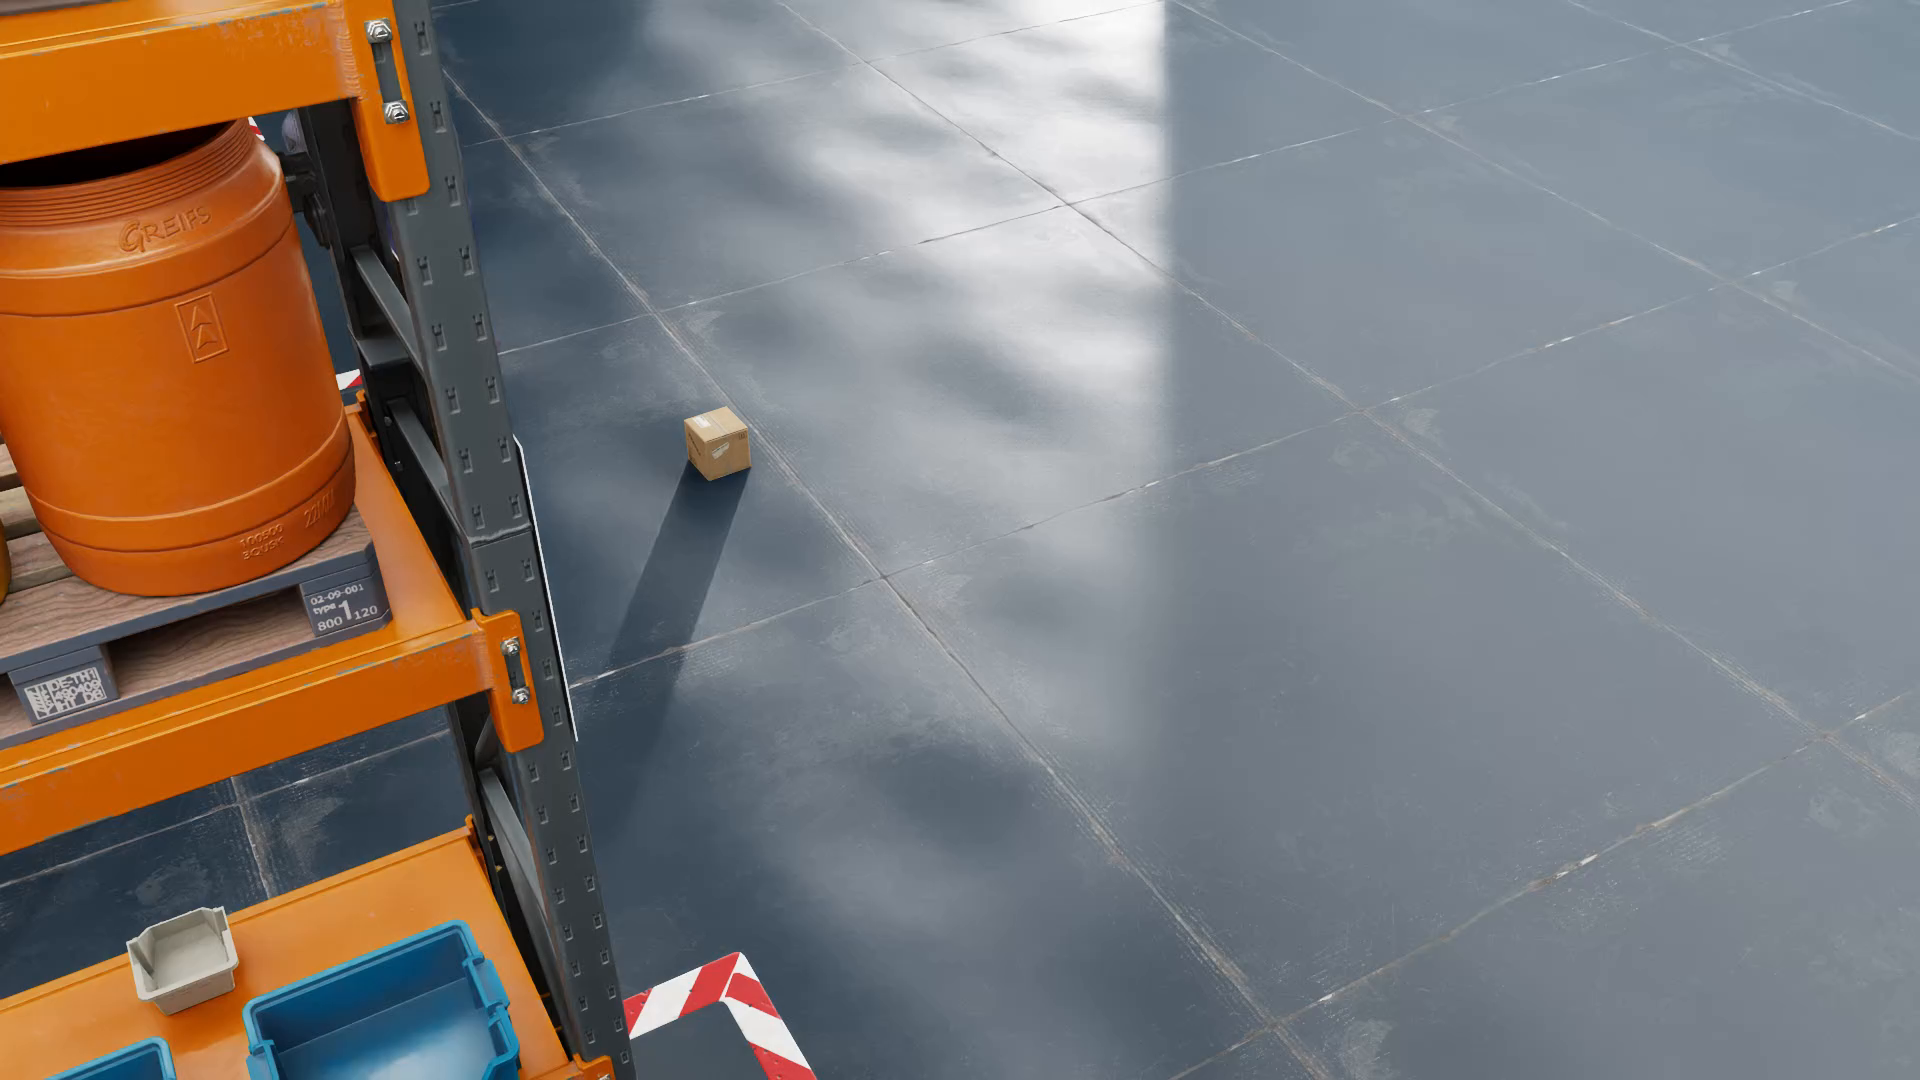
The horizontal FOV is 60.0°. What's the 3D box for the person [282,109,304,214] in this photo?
[{"bbox_3d":[-3.639,-2.039,9.660,0.466,1.690,0.569,15,40,19],"label":"person"}]
